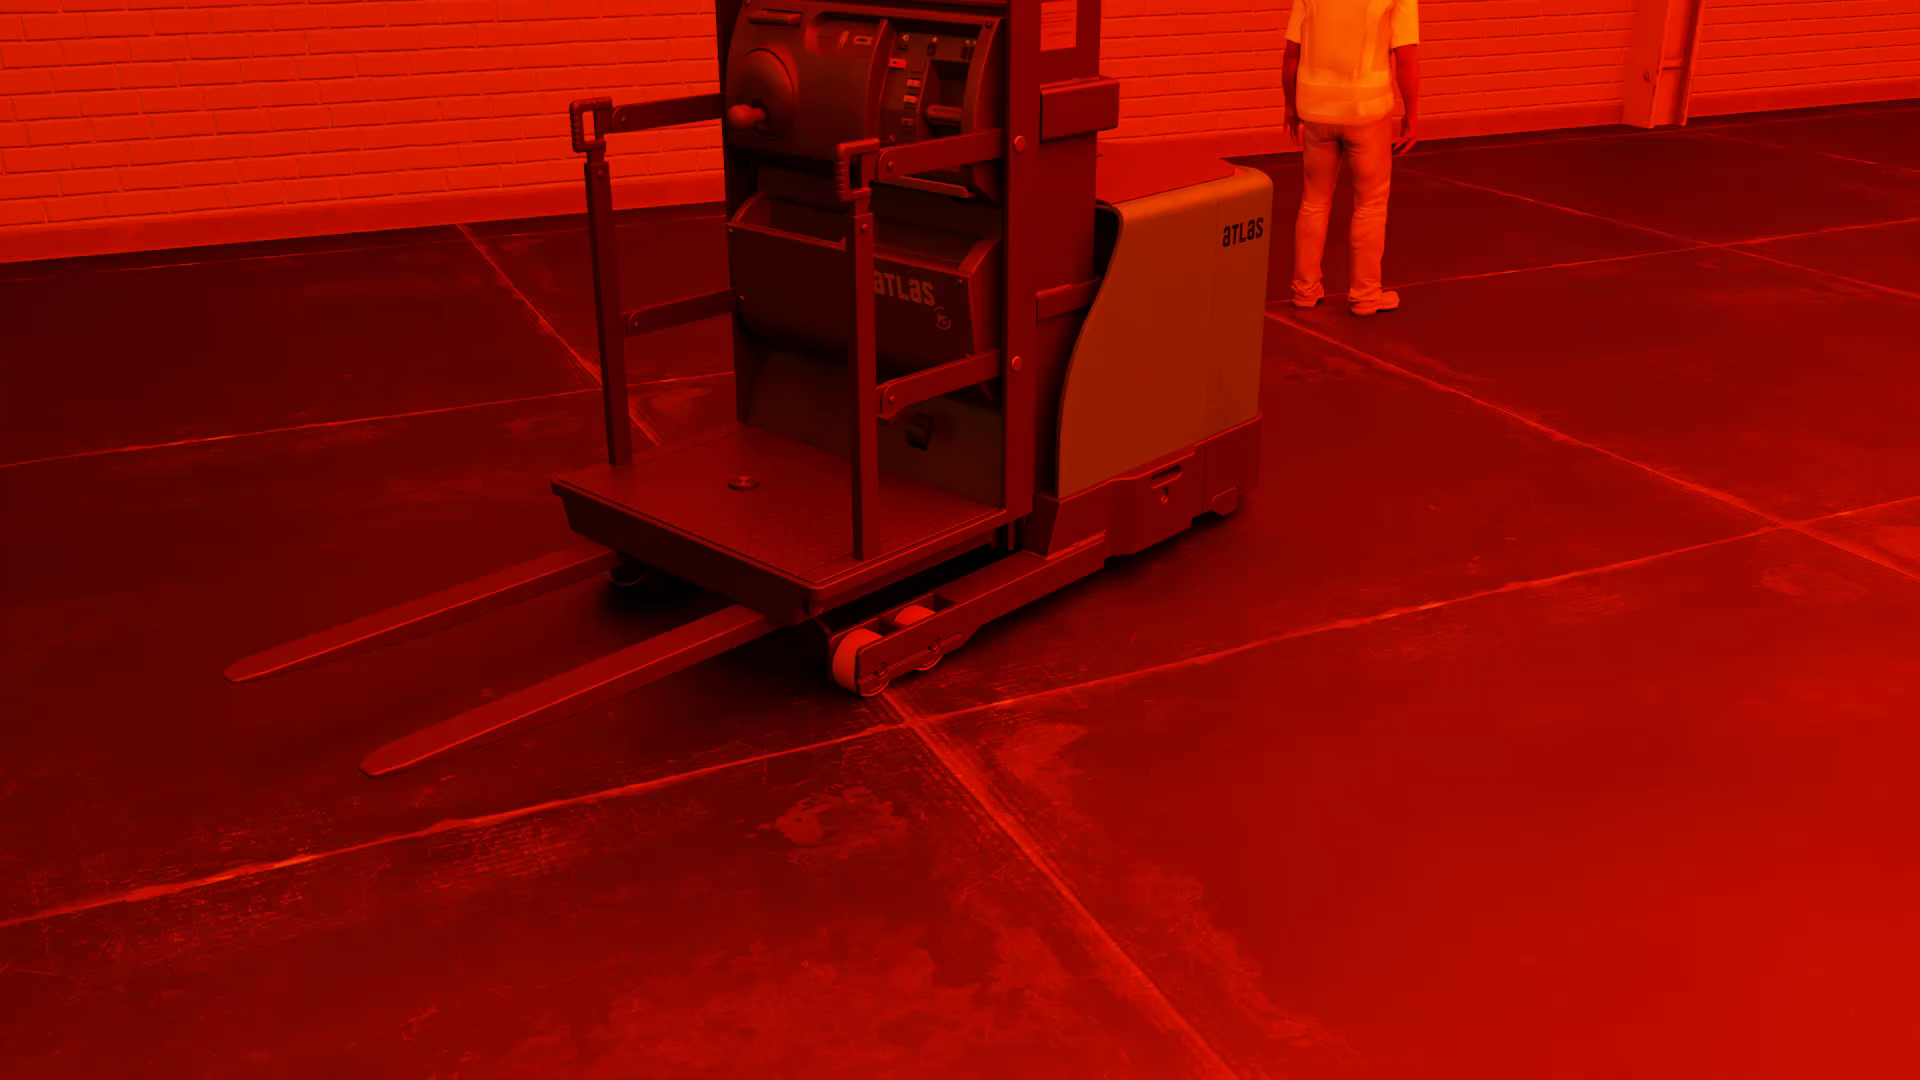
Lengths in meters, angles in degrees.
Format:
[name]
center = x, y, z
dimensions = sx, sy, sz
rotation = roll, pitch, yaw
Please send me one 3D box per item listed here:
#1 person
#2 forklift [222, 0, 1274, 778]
[person]
center = 1.734, -1.906, 7.403
dimensions = 0.627, 1.761, 0.460
rotation = 14, 26, 30
[forklift]
center = -0.413, -1.182, 4.131
dimensions = 1.130, 2.935, 3.031
rotation = 19, 29, 39
